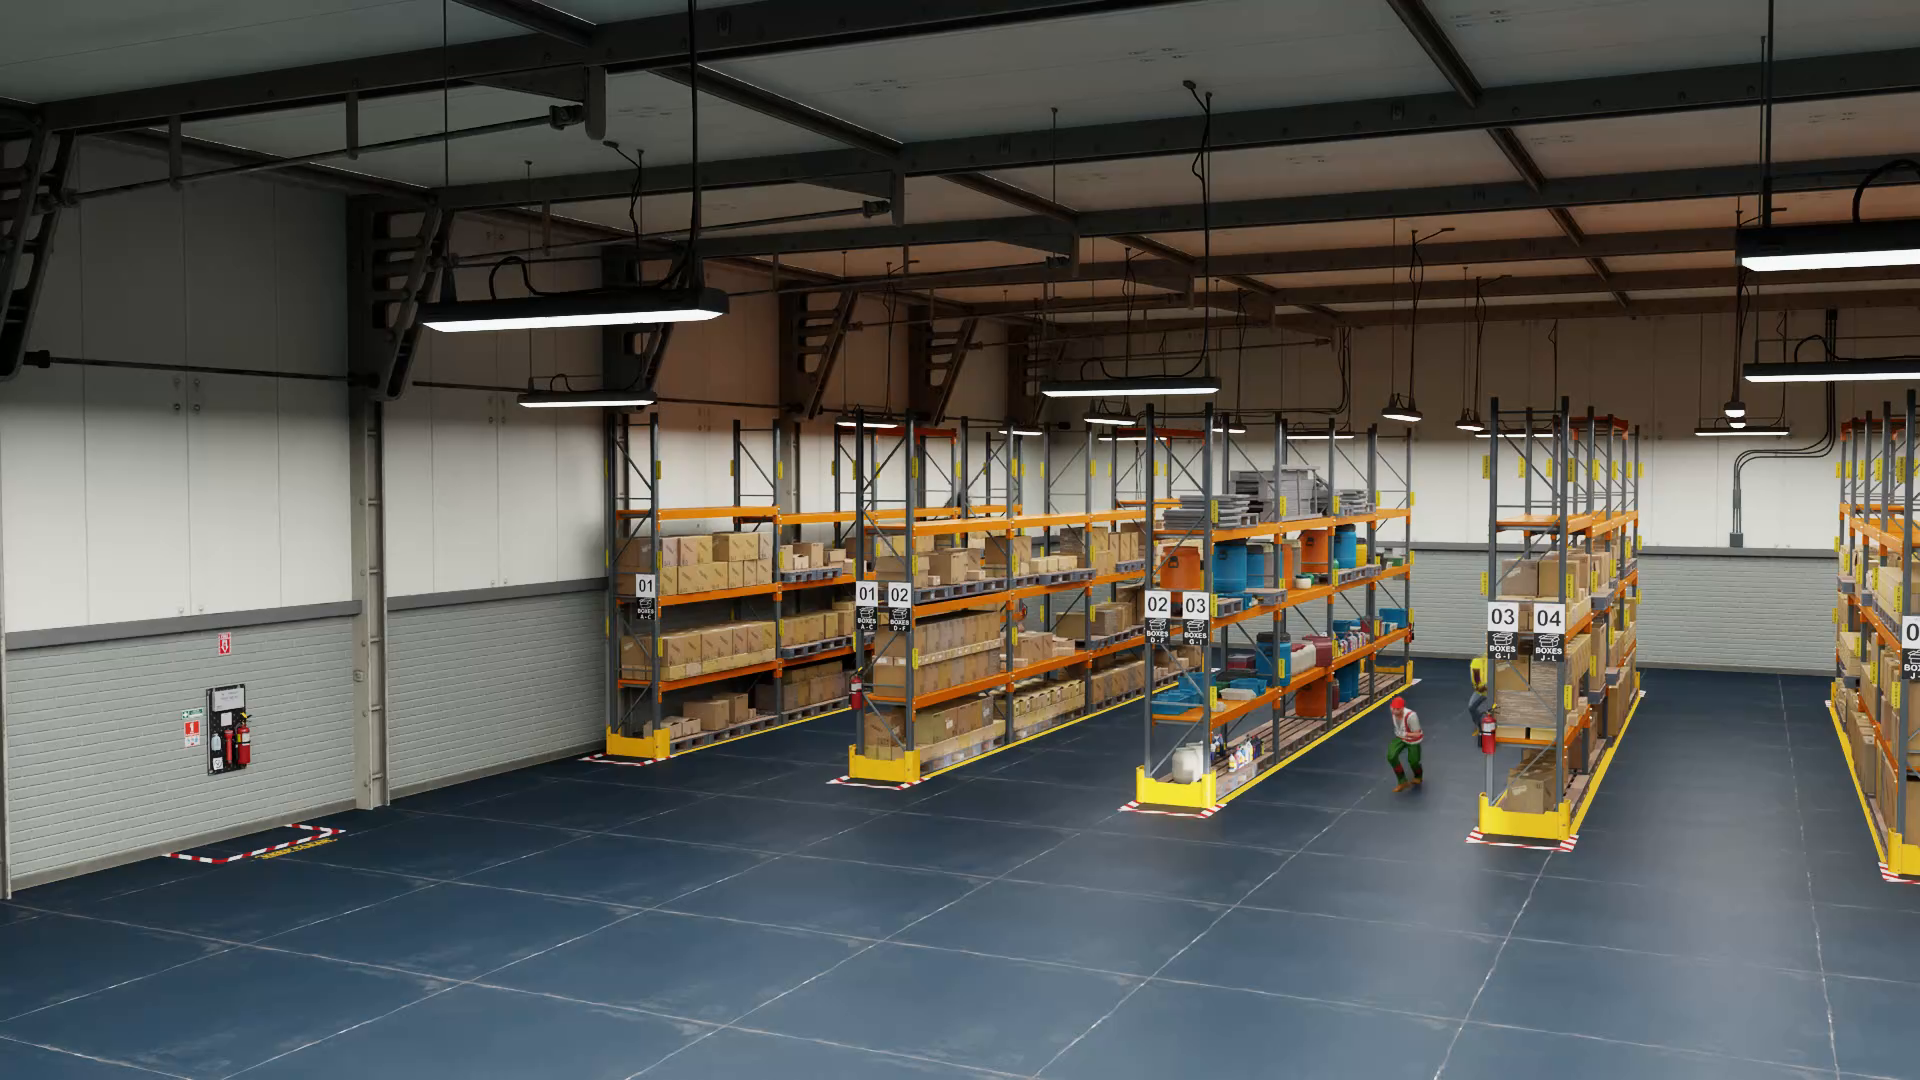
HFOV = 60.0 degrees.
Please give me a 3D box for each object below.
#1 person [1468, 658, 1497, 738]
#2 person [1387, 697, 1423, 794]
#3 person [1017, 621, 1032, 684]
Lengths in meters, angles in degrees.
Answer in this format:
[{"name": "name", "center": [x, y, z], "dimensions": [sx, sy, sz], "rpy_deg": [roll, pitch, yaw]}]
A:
[{"name": "person", "center": [9.875, 2.943, 31.224], "dimensions": [1.164, 1.543, 0.695], "rpy_deg": [-2, 3, -45]}, {"name": "person", "center": [6.969, 3.156, 25.843], "dimensions": [0.666, 1.532, 1.179], "rpy_deg": [2, 3, 44]}, {"name": "person", "center": [1.452, 2.649, 37.614], "dimensions": [0.597, 1.629, 0.773], "rpy_deg": [-1, 2, -16]}]
